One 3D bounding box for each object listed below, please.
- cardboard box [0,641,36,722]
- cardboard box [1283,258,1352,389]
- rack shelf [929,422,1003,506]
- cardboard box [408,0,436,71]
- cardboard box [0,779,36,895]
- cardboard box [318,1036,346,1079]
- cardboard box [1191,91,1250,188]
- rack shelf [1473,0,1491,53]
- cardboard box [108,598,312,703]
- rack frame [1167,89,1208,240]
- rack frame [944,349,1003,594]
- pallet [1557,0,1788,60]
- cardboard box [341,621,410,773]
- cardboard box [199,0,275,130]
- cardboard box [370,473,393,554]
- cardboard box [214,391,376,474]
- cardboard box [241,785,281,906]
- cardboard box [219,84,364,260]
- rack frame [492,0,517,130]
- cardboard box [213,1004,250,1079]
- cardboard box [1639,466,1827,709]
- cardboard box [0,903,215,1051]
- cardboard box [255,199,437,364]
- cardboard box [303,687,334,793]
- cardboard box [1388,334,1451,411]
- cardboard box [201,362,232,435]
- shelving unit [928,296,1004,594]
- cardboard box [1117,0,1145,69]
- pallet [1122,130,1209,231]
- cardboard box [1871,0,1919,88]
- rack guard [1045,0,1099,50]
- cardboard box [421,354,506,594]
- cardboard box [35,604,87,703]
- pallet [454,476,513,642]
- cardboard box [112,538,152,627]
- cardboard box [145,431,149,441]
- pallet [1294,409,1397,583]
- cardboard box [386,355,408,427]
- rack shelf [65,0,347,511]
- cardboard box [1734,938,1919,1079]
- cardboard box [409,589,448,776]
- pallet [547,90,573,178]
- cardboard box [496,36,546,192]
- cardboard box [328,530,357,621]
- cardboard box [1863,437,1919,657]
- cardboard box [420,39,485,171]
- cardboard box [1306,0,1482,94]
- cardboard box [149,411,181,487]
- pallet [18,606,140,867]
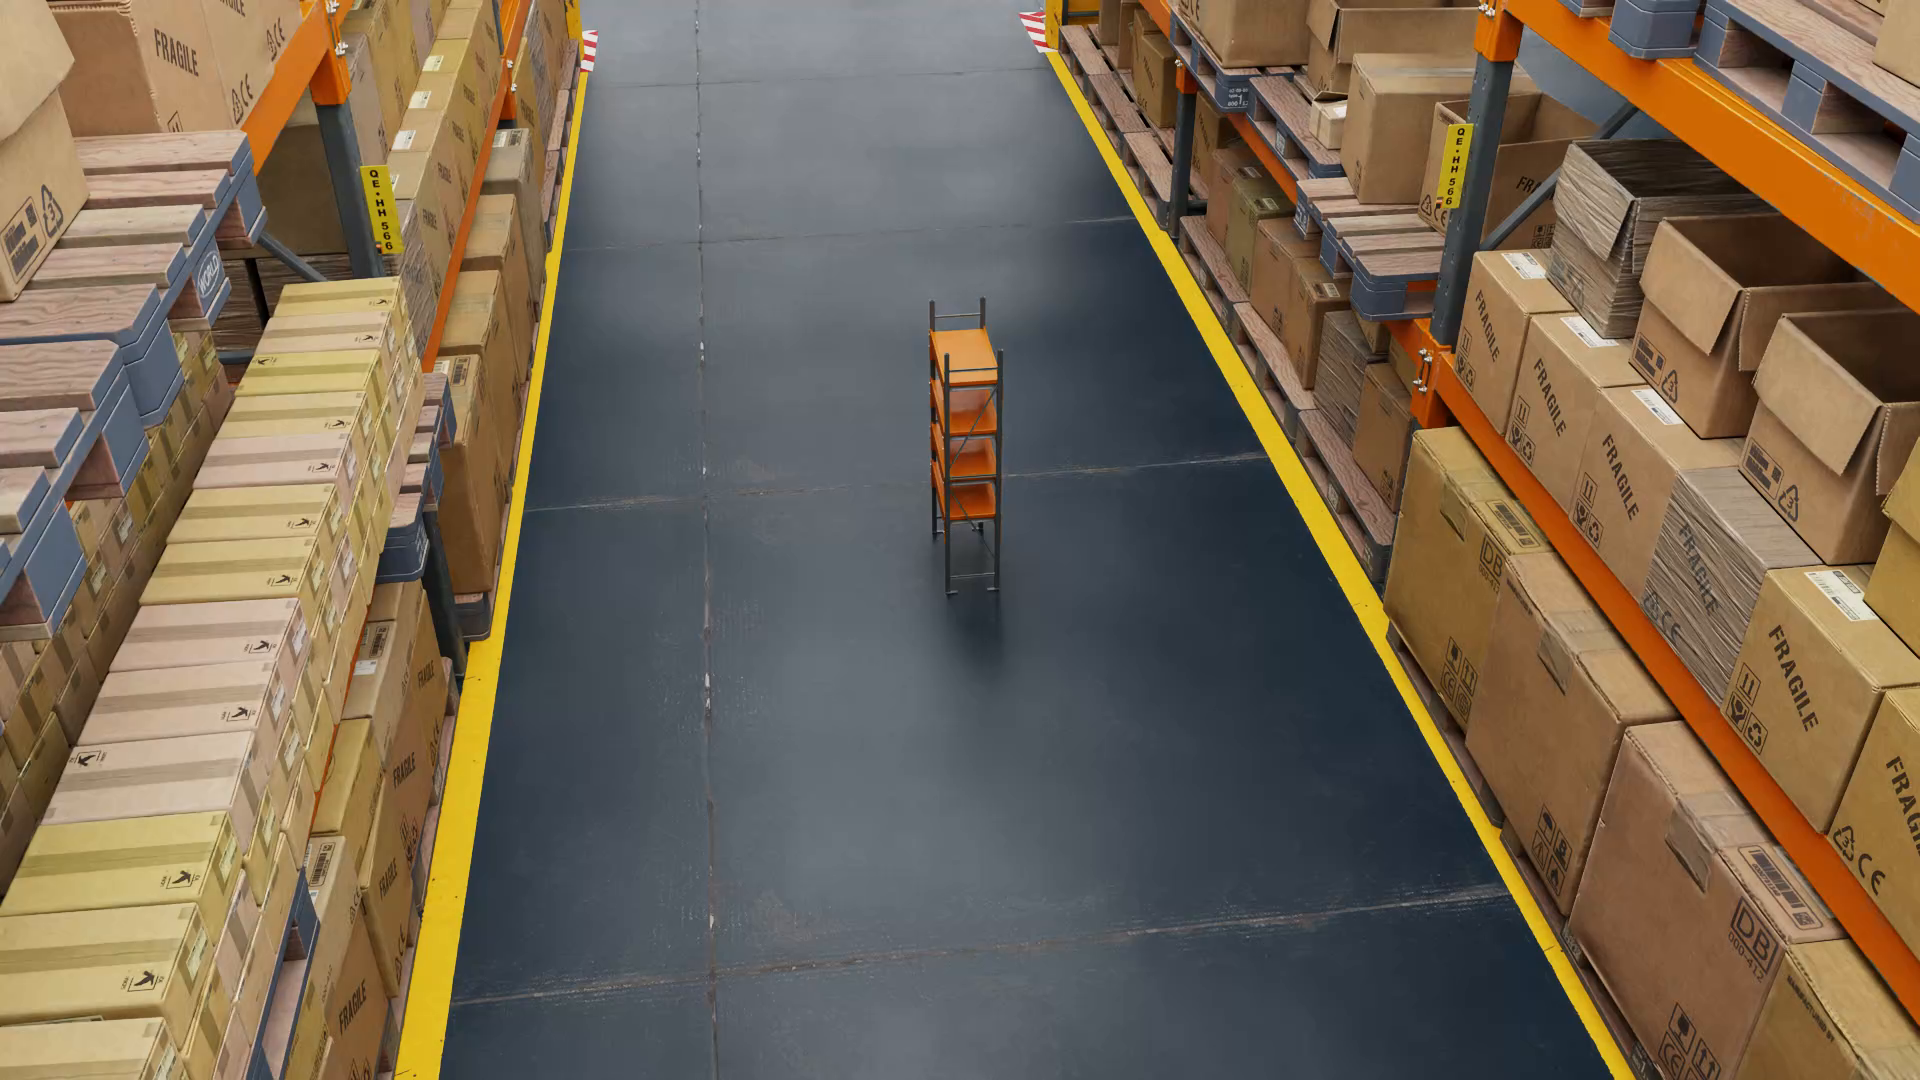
[{"bbox_3d":[-2.445,0.318,3.941,0.380,0.149,0.250,-6,35,-9],"label":"cardboard box"},{"bbox_3d":[2.088,-1.127,8.569,0.700,0.500,0.500,-2,34,-2],"label":"cardboard box"},{"bbox_3d":[0.022,-0.348,7.314,0.258,0.148,0.480,-4,35,-6],"label":"rack shelf"},{"bbox_3d":[-2.887,-2.503,7.782,0.700,0.500,0.500,-4,34,-6],"label":"cardboard box"},{"bbox_3d":[-2.416,0.715,3.887,0.380,0.149,0.250,-6,35,-8],"label":"cardboard box"},{"bbox_3d":[-1.932,1.702,4.435,0.500,0.500,0.500,-3,34,-4],"label":"cardboard box"},{"bbox_3d":[1.816,-2.580,10.719,0.500,0.500,0.500,-5,35,-8],"label":"cardboard box"},{"bbox_3d":[2.099,-3.039,7.522,1.077,0.370,4.000,-4,35,-6],"label":"rack shelf"},{"bbox_3d":[-1.795,0.279,3.999,0.380,0.149,0.250,-3,34,-5],"label":"cardboard box"},{"bbox_3d":[1.830,-3.213,9.801,1.000,3.000,0.127,-4,35,-6],"label":"rack frame"},{"bbox_3d":[0.055,-0.267,7.077,0.240,1.200,0.015,-4,35,-6],"label":"rack frame"},{"bbox_3d":[2.507,-1.787,5.213,1.213,0.211,1.003,-3,34,-4],"label":"pallet"},{"bbox_3d":[-2.130,0.531,5.489,0.500,0.250,0.500,-4,34,-6],"label":"cardboard box"},{"bbox_3d":[-2.152,-1.365,4.337,0.500,0.500,0.500,-4,35,-6],"label":"cardboard box"},{"bbox_3d":[-1.942,-0.069,5.039,0.380,0.149,0.250,-5,35,-7],"label":"cardboard box"},{"bbox_3d":[-1.934,-0.303,4.853,0.380,0.149,0.250,-3,34,-5],"label":"cardboard box"},{"bbox_3d":[-1.727,0.689,3.661,0.380,0.149,0.250,-6,35,-8],"label":"cardboard box"},{"bbox_3d":[-2.611,-1.368,6.116,0.700,0.500,0.500,-5,35,-7],"label":"cardboard box"},{"bbox_3d":[-3.099,-2.894,9.333,1.000,3.000,0.127,-4,35,-6],"label":"rack frame"},{"bbox_3d":[-1.663,1.092,3.335,0.380,0.149,0.250,-4,34,-6],"label":"cardboard box"},{"bbox_3d":[2.373,0.122,4.819,0.500,0.500,0.500,-4,35,-6],"label":"cardboard box"},{"bbox_3d":[-1.664,0.845,3.168,0.380,0.149,0.250,-3,34,-5],"label":"cardboard box"},{"bbox_3d":[-2.354,-0.974,6.427,0.500,0.500,0.500,-4,34,-6],"label":"cardboard box"},{"bbox_3d":[-1.801,0.518,4.177,0.380,0.149,0.250,-5,35,-7],"label":"cardboard box"},{"bbox_3d":[2.248,-0.811,7.440,0.500,0.250,0.500,-3,34,-4],"label":"cardboard box"},{"bbox_3d":[-2.701,-0.467,5.621,0.380,0.149,0.250,-5,35,-7],"label":"cardboard box"},{"bbox_3d":[0.022,-0.403,7.277,0.258,1.200,0.503,-4,35,-6],"label":"shelving unit"},{"bbox_3d":[1.474,-3.905,12.664,0.500,0.500,0.500,4,35,6],"label":"cardboard box"},{"bbox_3d":[1.705,-2.433,11.133,1.003,0.211,1.213,-4,35,-6],"label":"pallet"},{"bbox_3d":[2.664,-1.298,3.864,0.797,0.503,0.637,-5,35,-7],"label":"cardboard box"},{"bbox_3d":[1.302,-4.370,13.718,1.175,0.500,0.348,-4,35,-6],"label":"rack guard"},{"bbox_3d":[-2.553,-0.252,7.081,1.050,0.750,0.750,-5,35,-7],"label":"cardboard box"},{"bbox_3d":[-2.480,0.299,4.233,0.380,0.149,0.250,-3,34,-5],"label":"cardboard box"},{"bbox_3d":[-2.592,0.045,7.497,1.003,0.211,1.213,-4,35,-6],"label":"pallet"},{"bbox_3d":[-2.552,0.133,4.742,0.380,0.149,0.250,-3,34,-5],"label":"cardboard box"},{"bbox_3d":[-2.588,-0.270,4.804,0.380,0.149,0.250,-6,35,-8],"label":"cardboard box"},{"bbox_3d":[2.264,-0.265,7.951,1.003,0.211,1.213,-4,35,-6],"label":"pallet"},{"bbox_3d":[-2.005,-0.464,5.354,0.380,0.149,0.250,-3,34,-5],"label":"cardboard box"},{"bbox_3d":[-2.292,-0.488,3.778,1.077,0.370,4.000,-4,35,-6],"label":"rack shelf"},{"bbox_3d":[2.800,1.600,4.253,1.225,0.875,0.875,-4,35,-6],"label":"cardboard box"},{"bbox_3d":[-2.213,0.545,6.133,0.500,0.500,0.500,-5,35,-7],"label":"cardboard box"},{"bbox_3d":[-3.291,-2.854,11.751,1.003,0.211,1.213,-4,35,-6],"label":"pallet"},{"bbox_3d":[-3.114,-2.546,10.336,0.875,0.875,0.875,-4,34,-6],"label":"cardboard box"},{"bbox_3d":[-1.867,0.106,4.516,0.380,0.149,0.250,-4,34,-5],"label":"cardboard box"},{"bbox_3d":[2.731,0.056,4.025,0.797,0.503,0.637,-4,34,-6],"label":"cardboard box"},{"bbox_3d":[-2.628,-2.100,8.080,0.500,0.500,0.500,-4,34,-6],"label":"cardboard box"},{"bbox_3d":[2.155,-2.469,8.245,0.797,0.503,0.637,-1,34,-1],"label":"cardboard box"},{"bbox_3d":[-2.617,-0.270,5.068,0.380,0.149,0.250,-5,35,-8],"label":"cardboard box"},{"bbox_3d":[-2.254,0.519,4.495,1.003,0.211,1.213,-4,35,-6],"label":"pallet"}]
